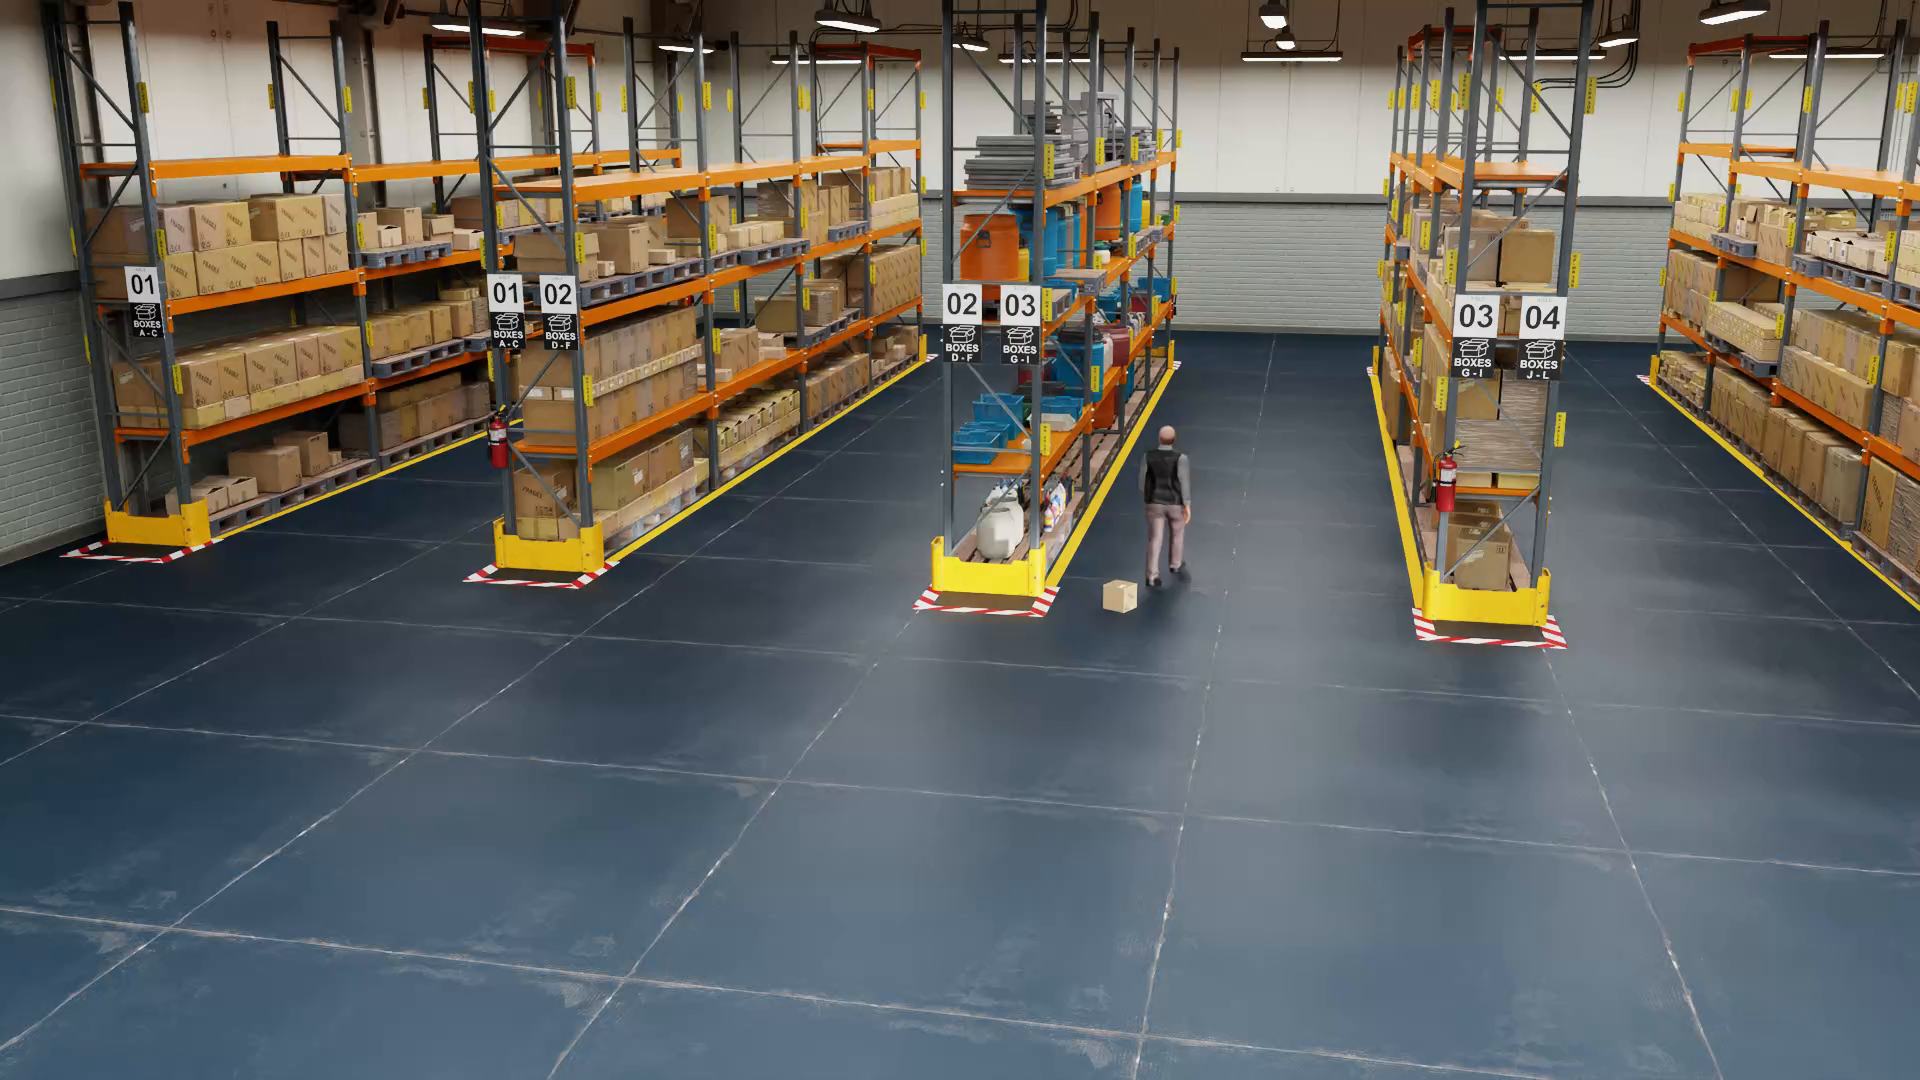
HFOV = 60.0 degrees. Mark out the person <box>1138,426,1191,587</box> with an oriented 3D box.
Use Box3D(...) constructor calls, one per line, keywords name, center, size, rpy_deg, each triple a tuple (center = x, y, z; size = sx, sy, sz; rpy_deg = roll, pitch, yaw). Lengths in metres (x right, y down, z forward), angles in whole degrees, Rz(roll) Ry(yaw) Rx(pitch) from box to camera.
Box3D(name="person", center=(2.155, -0.384, 17.555), size=(0.576, 1.656, 1.096), rpy_deg=(3, 15, 10))
